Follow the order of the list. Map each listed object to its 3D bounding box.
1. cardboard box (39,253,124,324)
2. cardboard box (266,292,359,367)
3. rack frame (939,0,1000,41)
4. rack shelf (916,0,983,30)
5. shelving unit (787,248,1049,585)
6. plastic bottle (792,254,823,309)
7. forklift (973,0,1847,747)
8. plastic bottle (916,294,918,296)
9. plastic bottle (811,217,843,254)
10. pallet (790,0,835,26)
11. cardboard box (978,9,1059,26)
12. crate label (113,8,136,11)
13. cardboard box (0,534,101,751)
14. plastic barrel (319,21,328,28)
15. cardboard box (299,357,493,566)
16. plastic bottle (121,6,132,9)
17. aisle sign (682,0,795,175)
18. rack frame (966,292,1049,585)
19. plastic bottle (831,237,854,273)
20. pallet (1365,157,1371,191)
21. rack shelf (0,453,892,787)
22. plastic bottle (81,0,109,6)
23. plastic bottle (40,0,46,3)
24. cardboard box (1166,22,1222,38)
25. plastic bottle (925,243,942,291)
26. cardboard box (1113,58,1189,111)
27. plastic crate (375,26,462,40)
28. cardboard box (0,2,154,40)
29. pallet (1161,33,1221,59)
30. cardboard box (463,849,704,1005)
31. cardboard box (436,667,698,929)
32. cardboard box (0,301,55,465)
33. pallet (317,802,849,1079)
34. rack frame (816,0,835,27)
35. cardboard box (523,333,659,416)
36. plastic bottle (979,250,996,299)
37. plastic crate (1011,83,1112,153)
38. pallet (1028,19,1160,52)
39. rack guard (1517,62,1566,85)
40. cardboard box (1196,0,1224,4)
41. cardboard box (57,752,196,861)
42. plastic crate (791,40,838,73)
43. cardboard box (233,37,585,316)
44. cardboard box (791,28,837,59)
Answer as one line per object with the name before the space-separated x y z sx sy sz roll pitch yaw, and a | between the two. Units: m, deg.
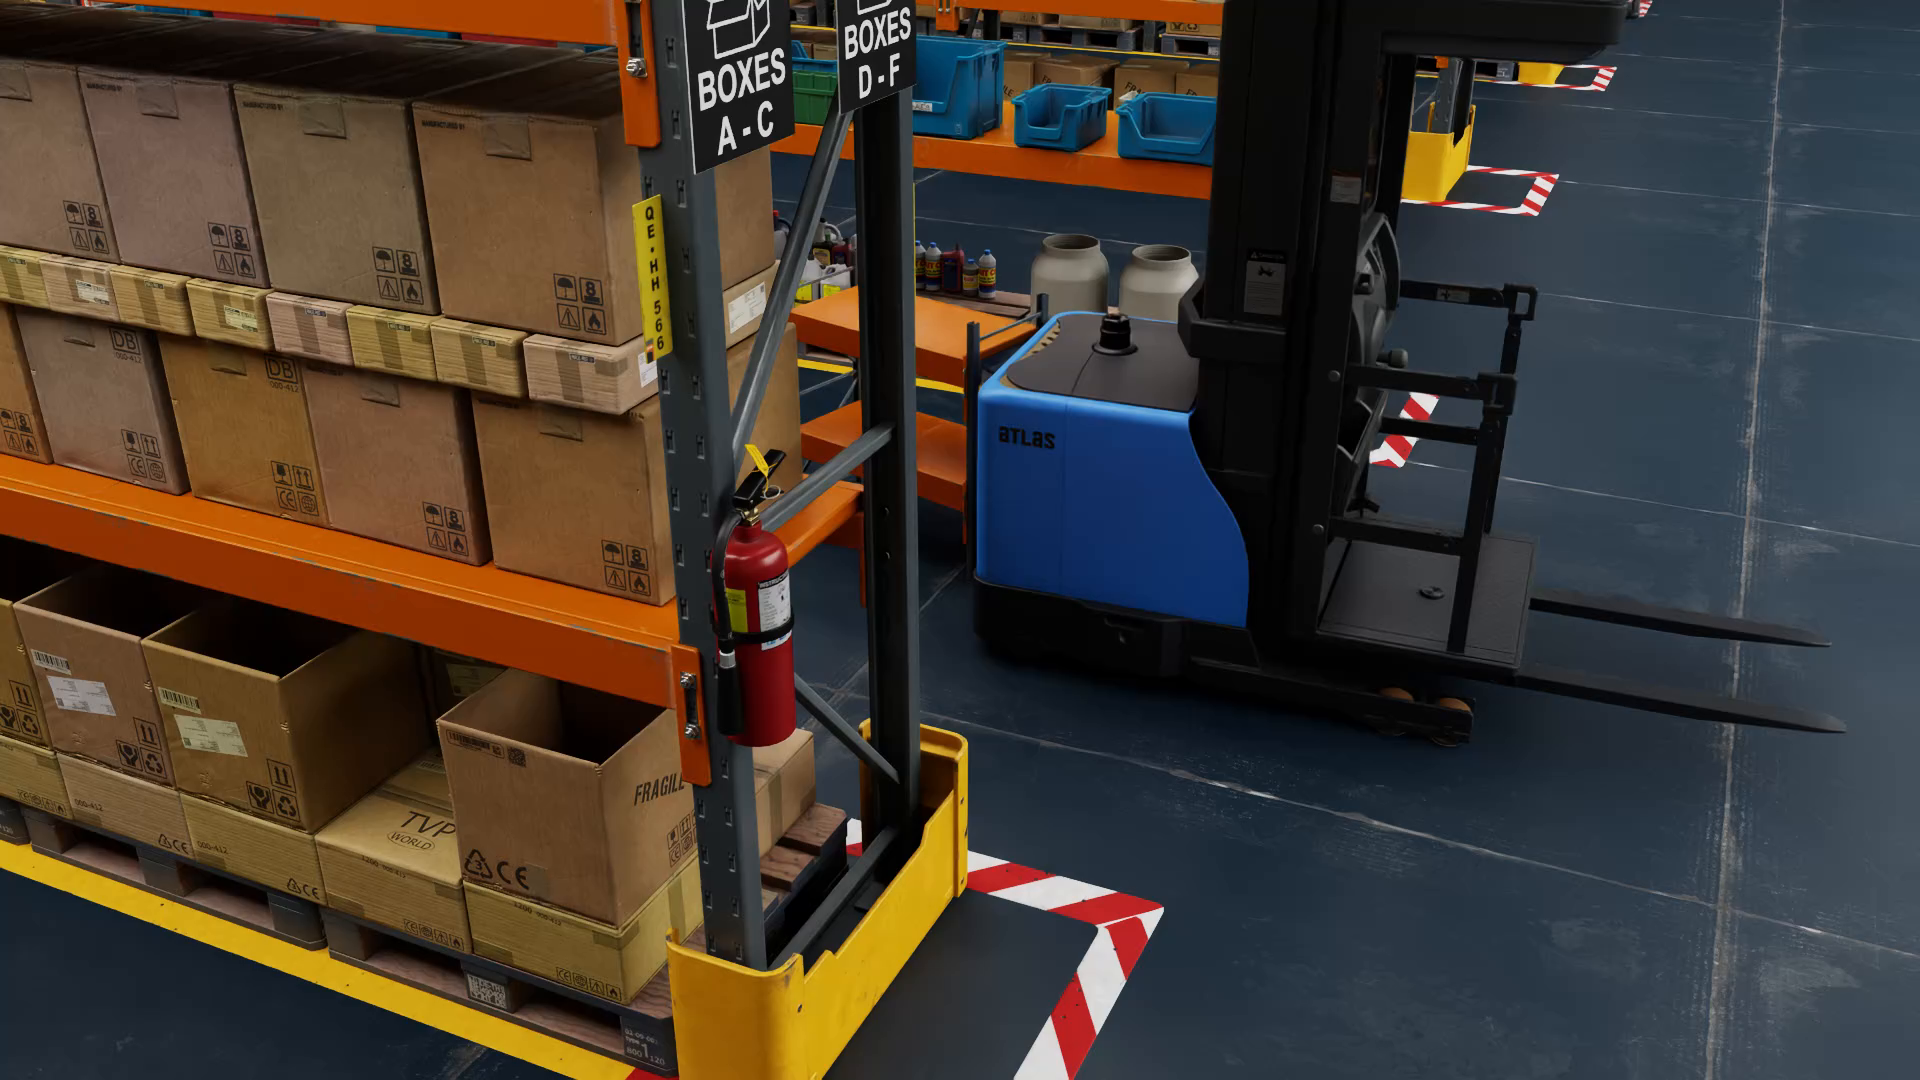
cardboard box | -2.215 -0.723 4.476 0.250 0.149 0.380 11 28 21
cardboard box | -1.502 -0.582 4.188 0.250 0.149 0.380 12 29 22
rack frame | 0.087 -4.825 13.655 0.127 3.000 1.000 11 28 22
rack shelf | -1.734 -4.868 14.557 4.000 0.370 1.077 11 28 22
shelving unit | -0.205 -0.550 7.094 1.048 1.125 0.538 19 32 34
plastic bottle | -0.841 -1.416 9.231 0.185 0.351 0.144 11 28 21
forklift | 1.620 -0.861 5.681 3.031 2.935 1.130 10 28 19
plastic bottle | -0.289 -1.255 8.980 0.133 0.283 0.061 12 29 23
plastic bottle | -0.789 -1.747 9.903 0.185 0.351 0.144 11 28 21
pallet | -2.120 -6.425 20.061 1.213 0.211 1.003 11 28 22
cardboard box | 0.753 -6.236 18.591 0.750 0.750 1.050 11 28 22
crate label | -5.376 -3.262 10.670 0.416 0.233 0.303 11 28 22
cardboard box | -2.814 0.259 5.116 0.500 0.500 0.500 11 28 22
plastic barrel | -4.196 -3.436 10.707 0.421 0.512 0.421 0 26 0
cardboard box | -1.276 -0.341 4.434 0.500 0.500 0.700 12 29 23
plastic bottle | -5.865 -3.719 11.548 0.135 0.276 0.152 11 28 22
aisle sign | -0.438 -1.148 3.242 0.004 0.787 0.394 11 28 22
rack frame | 0.193 -0.411 6.811 0.032 1.125 0.500 19 32 34
plastic bottle | -0.686 -1.642 9.767 0.133 0.283 0.061 11 28 22
pallet | 2.934 -3.020 13.144 1.213 0.211 1.003 11 28 22
rack shelf | -2.196 -0.155 4.982 4.000 0.370 1.077 11 28 22
plastic bottle | -5.928 -3.658 11.423 0.135 0.276 0.152 11 28 22
plastic bottle | -6.501 -3.826 11.851 0.097 0.201 0.097 0 26 0
cardboard box | 2.776 -5.893 17.754 0.875 0.875 0.875 12 29 23
plastic bottle | -0.156 -1.595 9.685 0.097 0.271 0.097 0 26 0
cardboard box | 1.557 -3.620 13.560 0.500 0.500 0.500 9 28 17
plastic crate | -3.096 -2.903 9.769 0.575 0.384 0.392 11 28 22
cardboard box | -2.694 -1.208 4.725 0.500 0.500 0.700 11 28 22
pallet | 2.892 -5.380 17.938 1.213 0.211 1.003 11 28 22
cardboard box | -0.986 0.954 4.553 0.500 0.250 0.500 11 28 22
cardboard box | -0.987 0.619 4.386 0.500 0.500 0.500 11 28 22
cardboard box | -2.673 -0.622 5.004 0.500 0.500 0.700 12 29 23
pallet | -1.089 1.016 4.946 1.213 0.211 1.003 11 28 22
rack frame | -1.409 -7.533 19.154 0.127 3.000 1.000 11 28 22
cardboard box | -0.803 -0.441 3.902 0.250 0.149 0.380 11 28 21
plastic bottle | 0.156 -1.533 9.558 0.097 0.271 0.097 0 26 0
plastic crate | 0.510 -2.128 8.345 0.408 0.251 0.499 11 28 22
pallet | 1.498 -5.661 18.509 1.213 0.211 1.003 11 28 22
rack guard | 5.895 -4.944 16.726 0.348 0.500 1.175 11 28 22
cardboard box | 1.974 -4.183 12.634 0.250 0.149 0.380 11 28 22
cardboard box | -2.357 0.685 5.100 0.500 0.250 0.500 11 28 22
plastic crate | -0.843 -2.674 9.454 0.616 0.251 0.499 11 28 22
cardboard box | -1.325 -0.933 4.166 0.500 0.500 0.700 11 28 20
cardboard box | -1.399 -4.219 14.756 0.500 0.500 0.700 9 28 17
